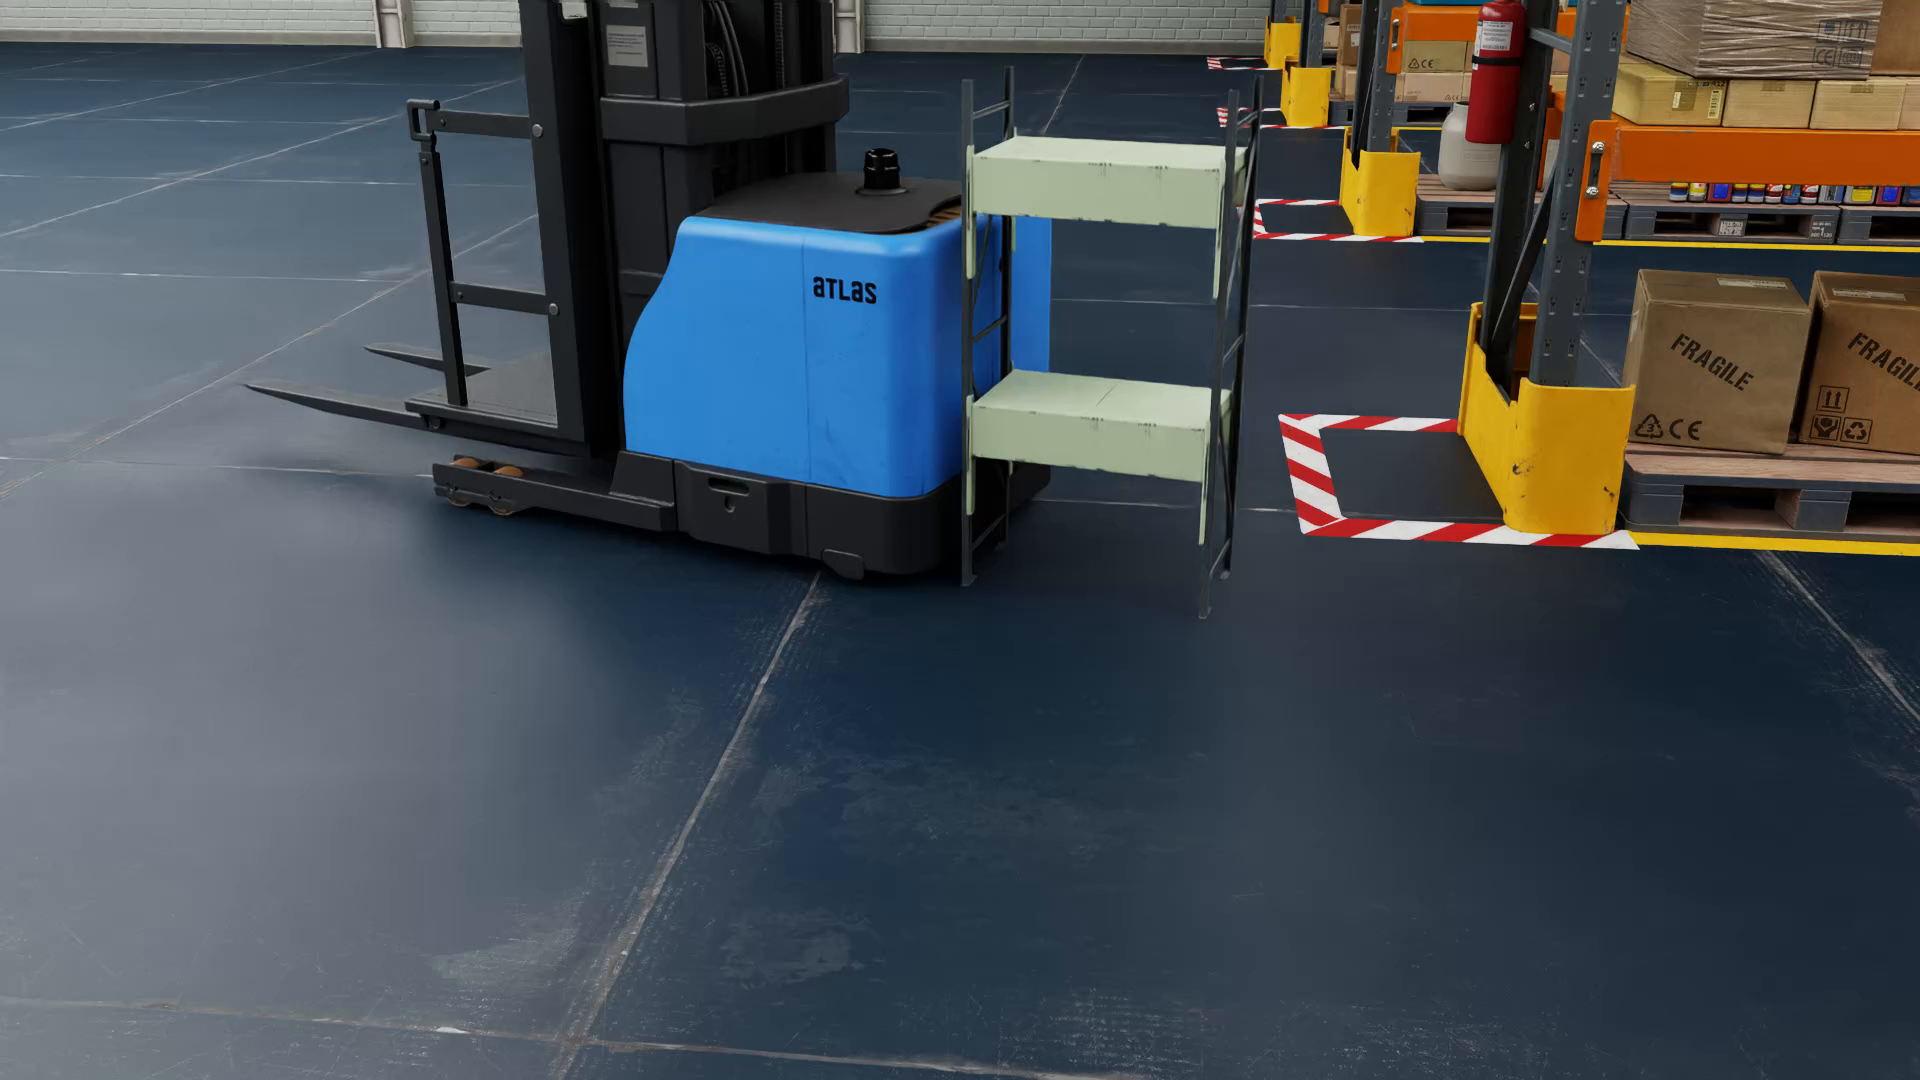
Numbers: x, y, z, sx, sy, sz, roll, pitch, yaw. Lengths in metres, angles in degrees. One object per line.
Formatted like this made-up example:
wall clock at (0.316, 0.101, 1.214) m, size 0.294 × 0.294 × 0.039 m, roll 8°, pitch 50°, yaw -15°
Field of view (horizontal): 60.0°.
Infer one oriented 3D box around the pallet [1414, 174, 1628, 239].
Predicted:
pallet at (3.456, -2.118, 10.509) m, size 1.213 × 0.211 × 1.003 m, roll 2°, pitch 22°, yaw 6°

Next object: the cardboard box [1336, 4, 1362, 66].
cardboard box at (3.723, -4.597, 15.136) m, size 0.500 × 0.500 × 0.500 m, roll 2°, pitch 22°, yaw 6°

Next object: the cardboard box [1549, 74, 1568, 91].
cardboard box at (5.151, -3.993, 14.628) m, size 0.500 × 0.250 × 0.500 m, roll 2°, pitch 22°, yaw 6°

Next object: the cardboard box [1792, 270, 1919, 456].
cardboard box at (3.201, -0.616, 5.746) m, size 0.500 × 0.500 × 0.500 m, roll 8°, pitch 23°, yaw 20°

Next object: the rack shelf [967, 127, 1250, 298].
rack shelf at (0.427, -0.940, 4.716) m, size 0.720 × 0.370 × 0.431 m, roll 7°, pitch 23°, yaw 18°

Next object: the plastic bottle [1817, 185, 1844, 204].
plastic bottle at (5.195, -2.156, 9.919) m, size 0.135 × 0.276 × 0.152 m, roll 3°, pitch 22°, yaw 7°

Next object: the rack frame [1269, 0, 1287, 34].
rack frame at (3.734, -7.055, 19.204) m, size 0.127 × 3.000 × 1.000 m, roll 2°, pitch 22°, yaw 6°

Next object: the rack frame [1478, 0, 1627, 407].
rack frame at (1.986, -1.629, 5.481) m, size 0.127 × 3.000 × 1.000 m, roll 2°, pitch 22°, yaw 6°

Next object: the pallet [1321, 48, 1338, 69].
pallet at (4.612, -5.707, 19.587) m, size 1.213 × 0.211 × 1.003 m, roll 2°, pitch 22°, yaw 6°

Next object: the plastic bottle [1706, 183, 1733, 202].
plastic bottle at (4.555, -2.170, 9.946) m, size 0.133 × 0.283 × 0.061 m, roll 3°, pitch 22°, yaw 7°

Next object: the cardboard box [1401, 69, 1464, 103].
cardboard box at (4.158, -4.038, 14.742) m, size 0.500 × 0.250 × 0.500 m, roll 2°, pitch 22°, yaw 6°

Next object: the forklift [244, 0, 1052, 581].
forklift at (-1.234, -1.604, 5.510) m, size 3.031 × 2.935 × 1.130 m, roll 11°, pitch 24°, yaw 25°

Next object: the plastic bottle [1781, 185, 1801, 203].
plastic bottle at (4.973, -2.153, 9.919) m, size 0.097 × 0.271 × 0.097 m, roll 0°, pitch 22°, yaw 0°

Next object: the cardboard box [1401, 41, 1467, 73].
cardboard box at (4.158, -4.386, 14.602) m, size 0.500 × 0.500 × 0.500 m, roll 2°, pitch 22°, yaw 6°

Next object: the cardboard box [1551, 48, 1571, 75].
cardboard box at (5.151, -4.341, 14.489) m, size 0.500 × 0.500 × 0.500 m, roll 2°, pitch 22°, yaw 6°

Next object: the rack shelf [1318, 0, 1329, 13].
rack shelf at (5.141, -4.825, 14.542) m, size 4.000 × 0.370 × 1.077 m, roll 2°, pitch 22°, yaw 6°

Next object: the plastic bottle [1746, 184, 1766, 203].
plastic bottle at (4.772, -2.162, 9.941) m, size 0.097 × 0.271 × 0.097 m, roll 0°, pitch 22°, yaw 0°

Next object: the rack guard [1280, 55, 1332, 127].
rack guard at (3.131, -4.084, 15.091) m, size 0.348 × 0.500 × 1.175 m, roll 2°, pitch 22°, yaw 6°

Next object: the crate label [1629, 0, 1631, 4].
crate label at (4.428, -3.473, 10.097) m, size 0.616 × 0.435 × 0.502 m, roll 2°, pitch 22°, yaw 6°

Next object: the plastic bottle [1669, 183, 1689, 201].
plastic bottle at (4.332, -2.181, 9.990) m, size 0.097 × 0.271 × 0.097 m, roll 0°, pitch 22°, yaw 0°

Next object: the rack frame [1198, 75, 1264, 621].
rack frame at (0.771, -0.532, 4.746) m, size 0.023 × 1.500 × 0.400 m, roll 7°, pitch 23°, yaw 18°

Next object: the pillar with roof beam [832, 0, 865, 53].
pillar with roof beam at (-1.934, -8.818, 15.504) m, size 0.400 × 9.000 × 9.100 m, roll 2°, pitch 22°, yaw 6°

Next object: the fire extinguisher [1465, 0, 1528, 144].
fire extinguisher at (1.926, -1.766, 5.933) m, size 0.183 × 0.674 × 0.296 m, roll 2°, pitch 22°, yaw 6°

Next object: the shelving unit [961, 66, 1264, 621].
shelving unit at (0.427, -0.577, 4.860) m, size 0.755 × 1.500 × 0.431 m, roll 7°, pitch 23°, yaw 18°

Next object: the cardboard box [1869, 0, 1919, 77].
cardboard box at (3.039, -1.802, 5.378) m, size 0.500 × 0.500 × 0.875 m, roll 2°, pitch 22°, yaw 6°

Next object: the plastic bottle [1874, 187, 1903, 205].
plastic bottle at (5.510, -2.129, 9.840) m, size 0.133 × 0.283 × 0.061 m, roll 4°, pitch 22°, yaw 10°

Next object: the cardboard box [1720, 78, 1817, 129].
cardboard box at (2.486, -1.395, 5.231) m, size 0.250 × 0.149 × 0.380 m, roll 2°, pitch 22°, yaw 6°

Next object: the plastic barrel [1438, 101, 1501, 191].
plastic barrel at (3.231, -2.475, 10.434) m, size 0.421 × 0.512 × 0.421 m, roll 0°, pitch 22°, yaw 0°

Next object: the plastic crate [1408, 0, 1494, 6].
plastic crate at (3.101, -3.456, 10.304) m, size 0.616 × 0.251 × 0.499 m, roll 2°, pitch 22°, yaw 6°

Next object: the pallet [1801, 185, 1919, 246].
pallet at (5.879, -2.012, 10.242) m, size 1.213 × 0.211 × 1.003 m, roll 2°, pitch 22°, yaw 6°

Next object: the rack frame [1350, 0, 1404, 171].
rack frame at (2.568, -3.438, 10.055) m, size 0.127 × 3.000 × 1.000 m, roll 2°, pitch 22°, yaw 6°

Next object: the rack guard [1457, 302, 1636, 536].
rack guard at (2.061, -0.464, 5.932) m, size 0.348 × 0.500 × 1.175 m, roll 2°, pitch 22°, yaw 6°

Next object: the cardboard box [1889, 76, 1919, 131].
cardboard box at (2.984, -1.376, 5.181) m, size 0.250 × 0.149 × 0.380 m, roll 2°, pitch 22°, yaw 6°
